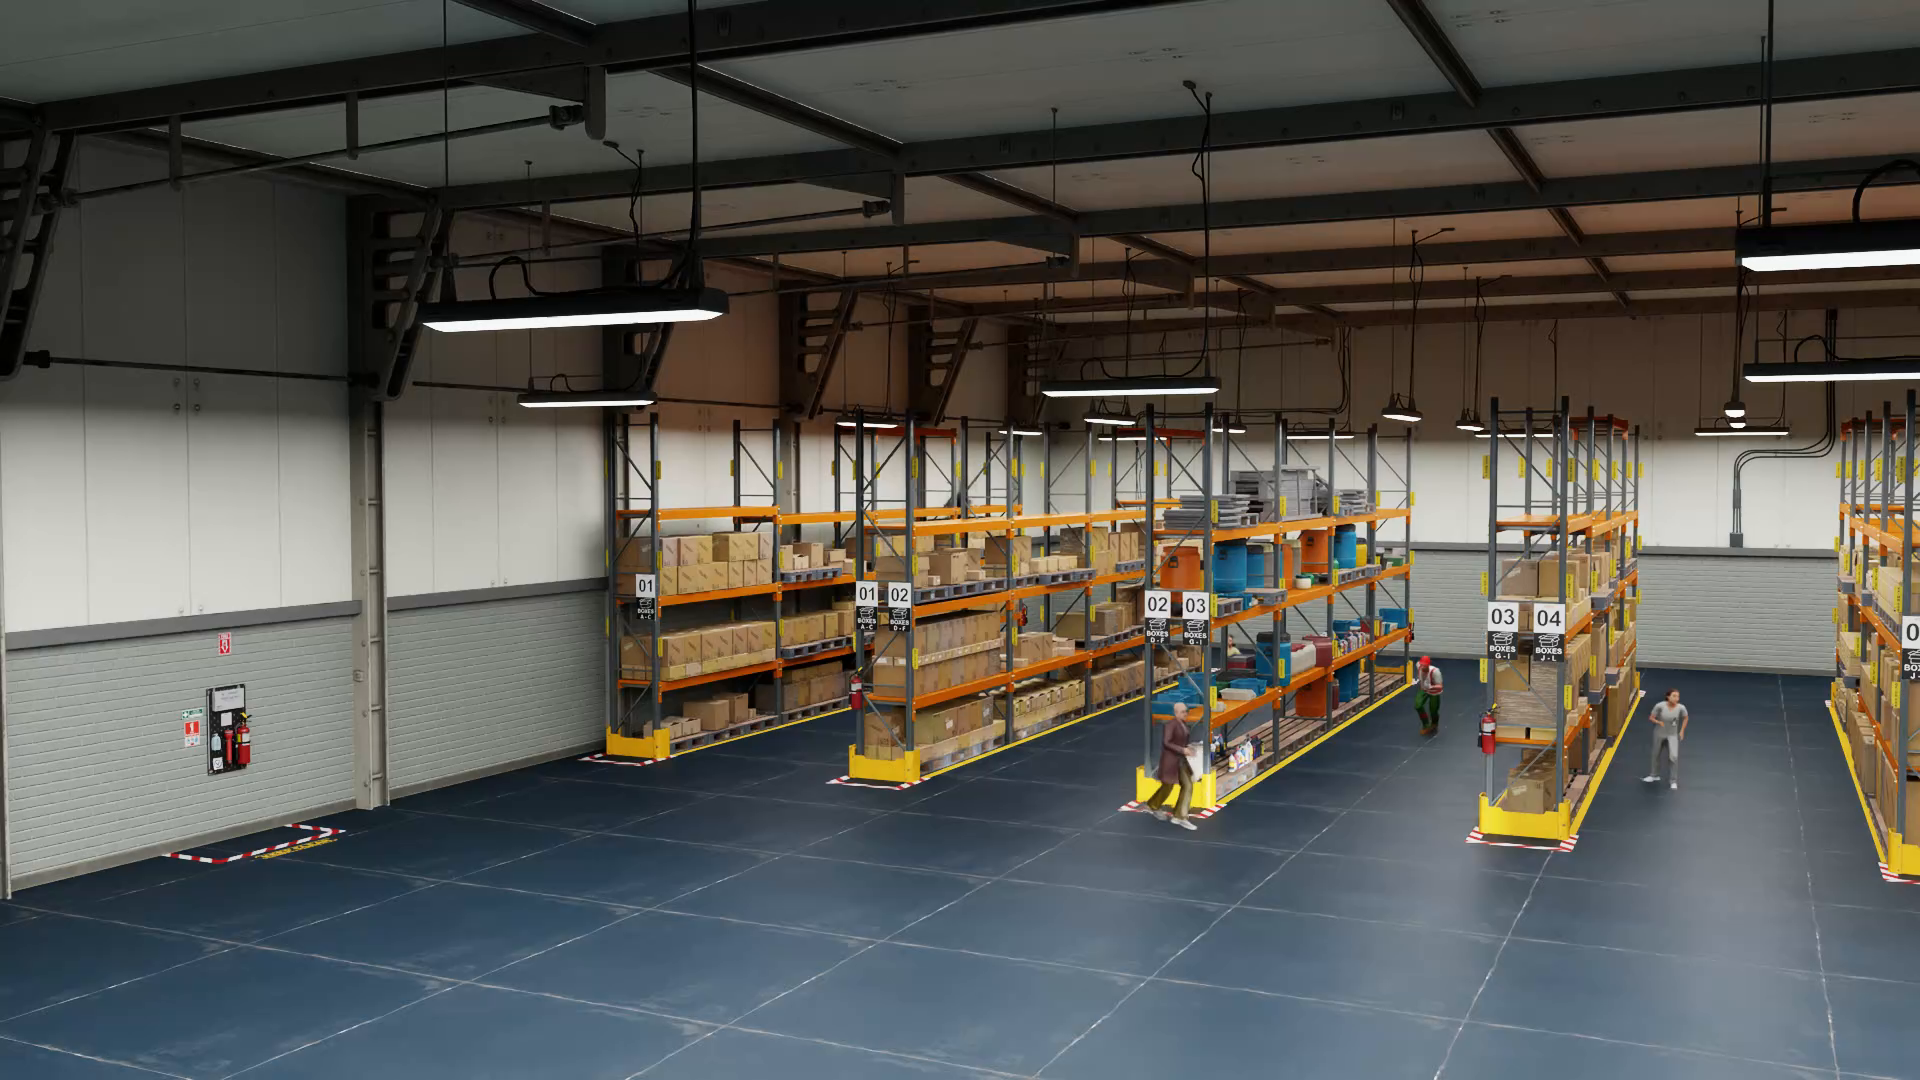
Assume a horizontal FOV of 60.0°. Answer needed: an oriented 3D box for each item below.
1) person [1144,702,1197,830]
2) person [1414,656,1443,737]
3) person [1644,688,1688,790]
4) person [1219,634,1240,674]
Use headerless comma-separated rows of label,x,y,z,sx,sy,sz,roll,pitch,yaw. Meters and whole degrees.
person,2.911,3.138,23.319,0.917,1.763,0.664,2,3,44
person,8.893,2.921,31.435,0.666,1.547,1.174,2,3,36
person,11.161,3.116,26.334,0.644,1.601,0.808,1,3,30
person,5.560,2.743,34.188,0.622,1.639,0.622,2,3,40
